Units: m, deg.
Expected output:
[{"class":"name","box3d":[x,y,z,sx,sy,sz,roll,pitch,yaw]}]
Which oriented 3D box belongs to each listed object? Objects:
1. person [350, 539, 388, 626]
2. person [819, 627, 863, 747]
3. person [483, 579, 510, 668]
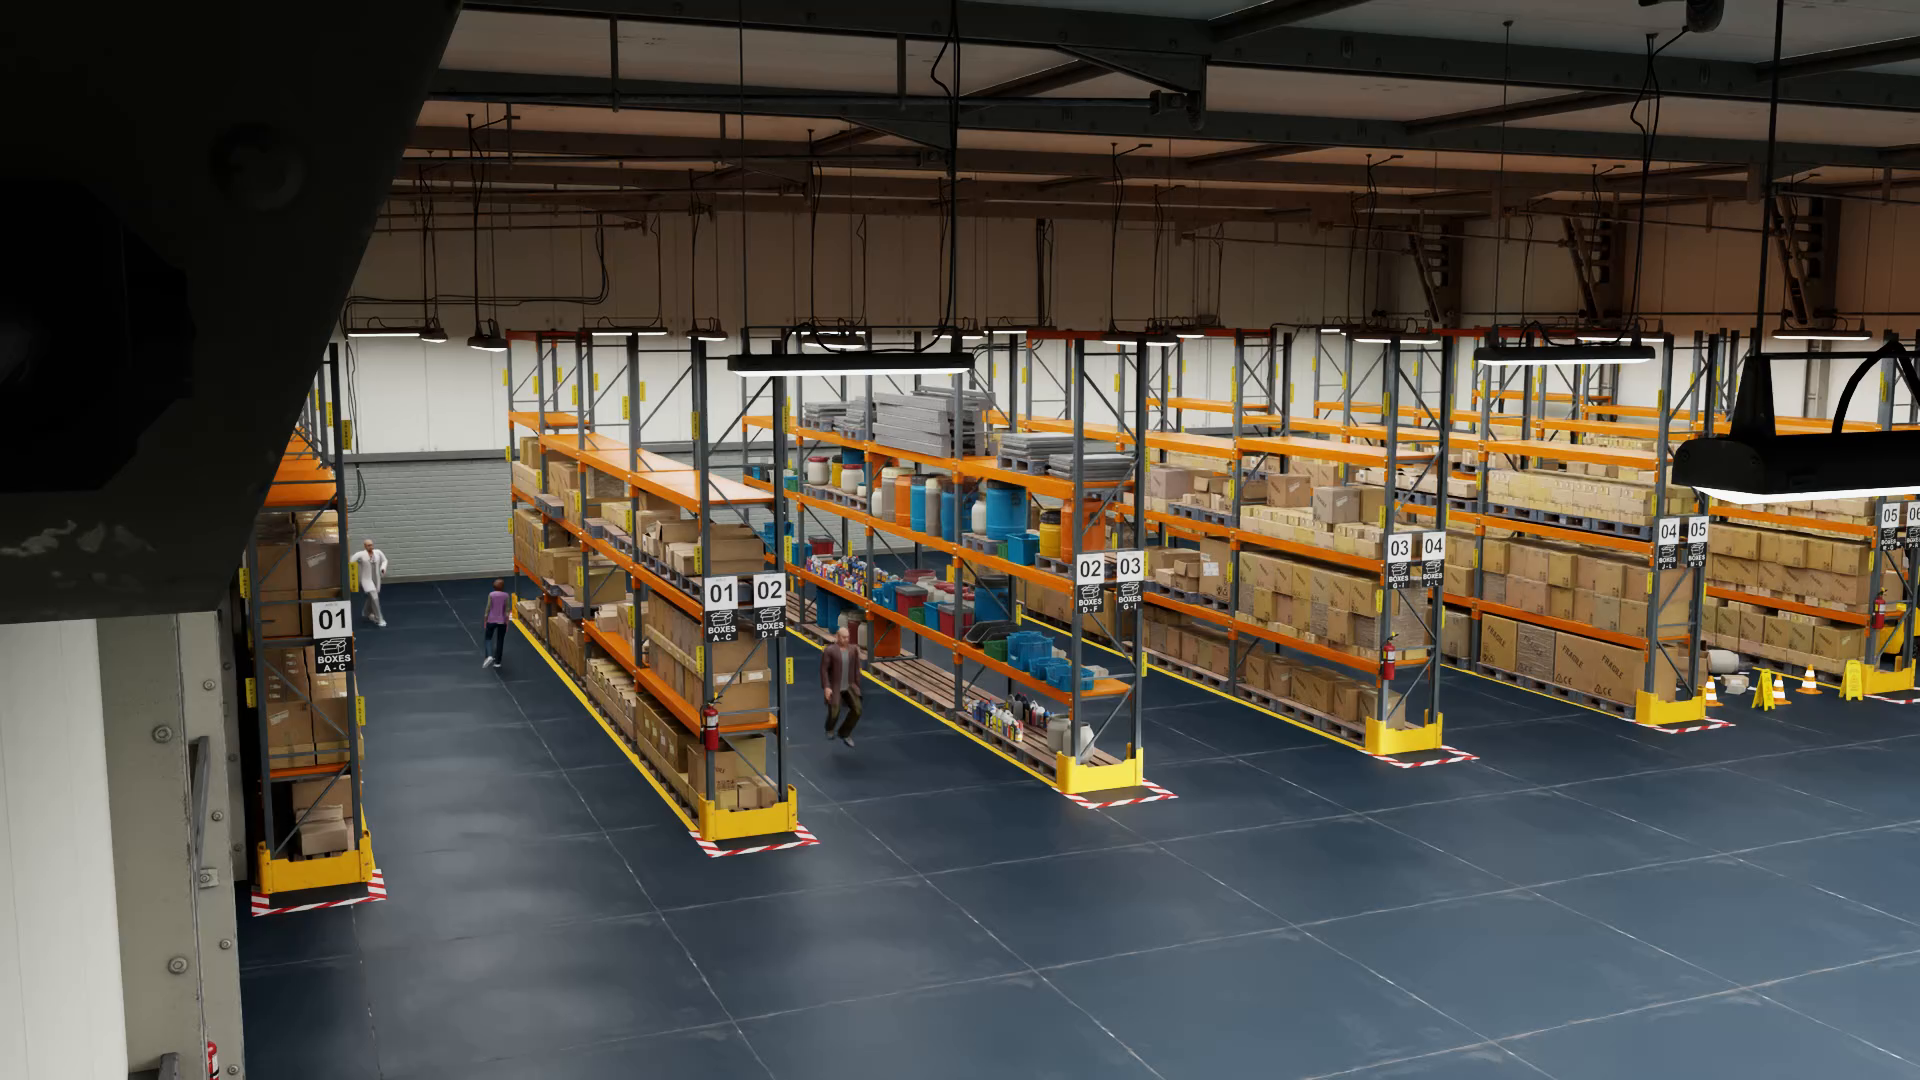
[{"class":"person","box3d":[-12.077,0.859,33.978,0.885,1.795,0.778,6,10,38]},{"class":"person","box3d":[-1.681,2.069,23.706,0.675,1.663,0.762,-4,9,-28]},{"class":"person","box3d":[-8.302,1.496,29.747,0.517,1.600,0.444,-3,8,-18]}]
